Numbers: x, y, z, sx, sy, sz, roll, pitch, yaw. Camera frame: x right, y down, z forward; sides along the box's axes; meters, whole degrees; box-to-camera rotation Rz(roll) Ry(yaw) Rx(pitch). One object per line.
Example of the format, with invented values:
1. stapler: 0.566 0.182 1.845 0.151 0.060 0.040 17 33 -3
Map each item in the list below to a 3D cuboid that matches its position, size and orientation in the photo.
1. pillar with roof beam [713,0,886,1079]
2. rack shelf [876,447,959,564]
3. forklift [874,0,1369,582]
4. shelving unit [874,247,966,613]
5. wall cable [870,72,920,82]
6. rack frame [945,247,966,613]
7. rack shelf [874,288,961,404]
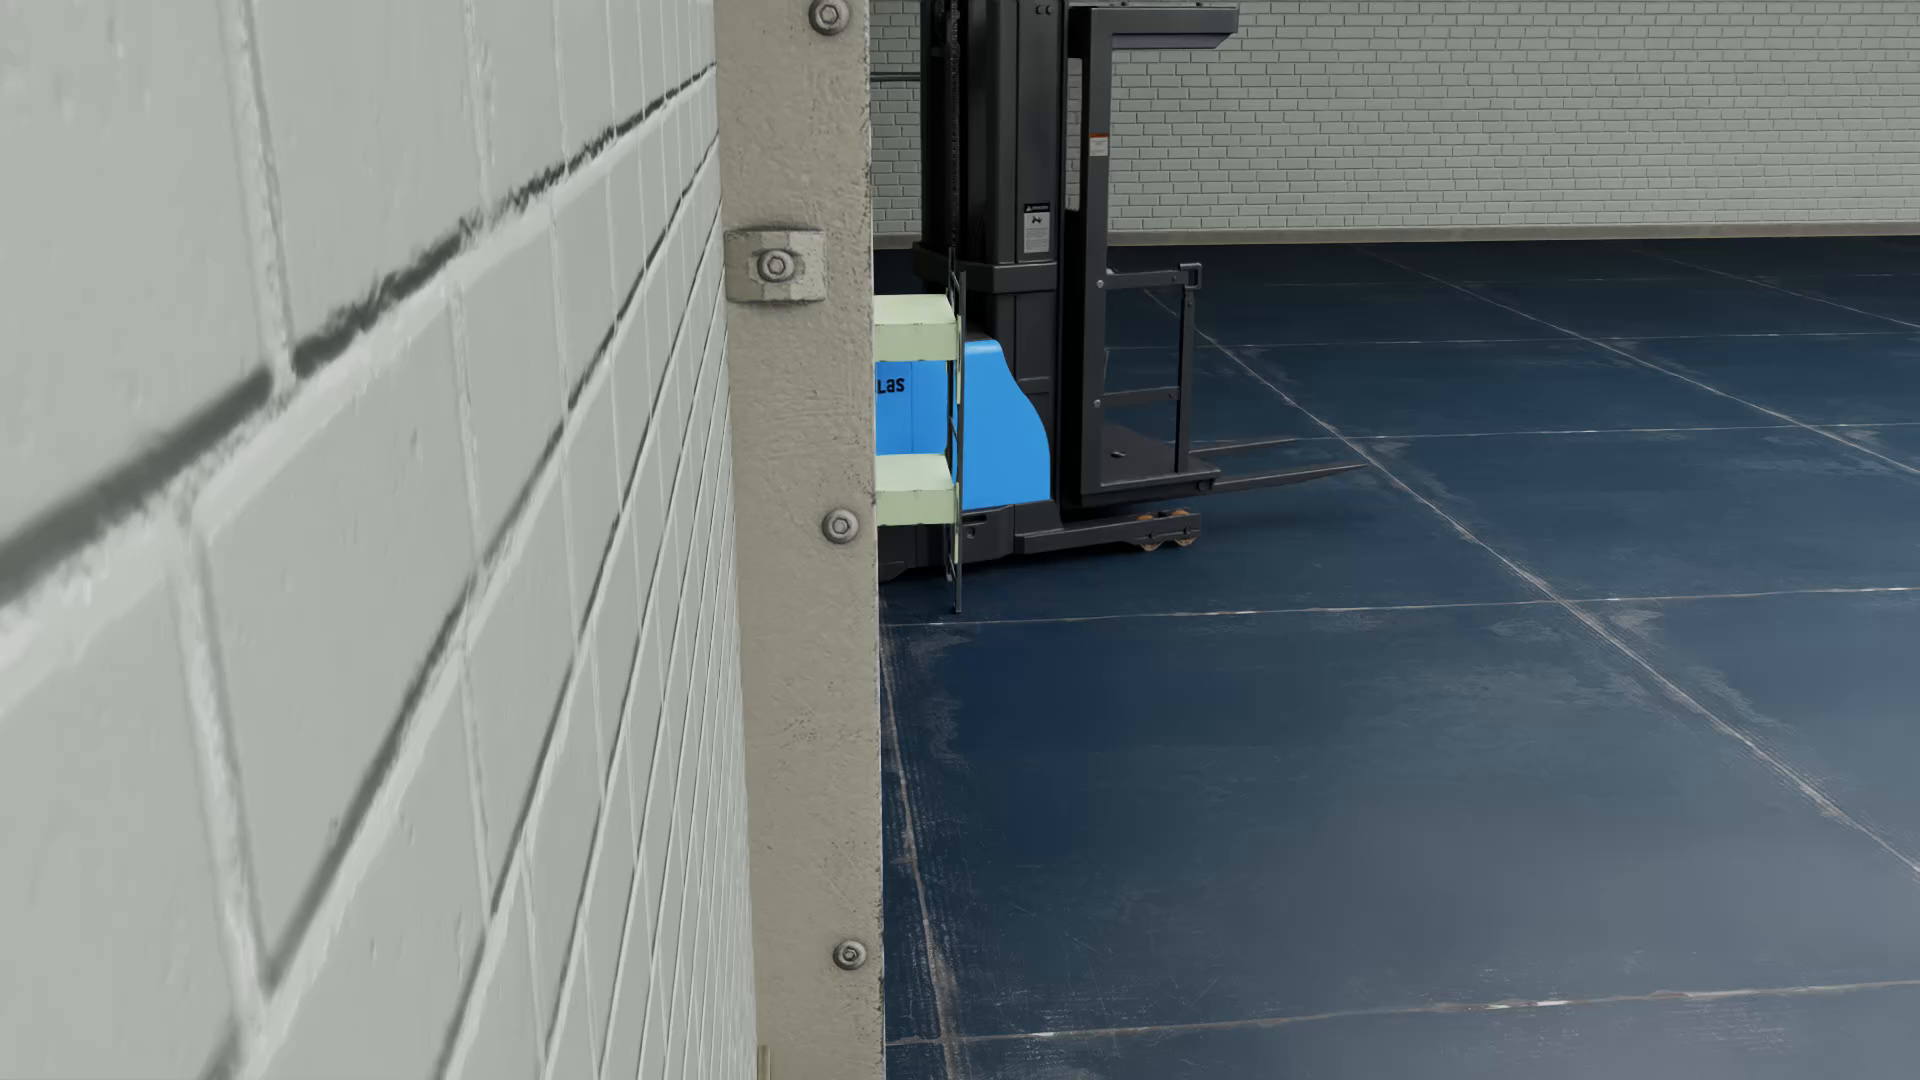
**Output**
1. pillar with roof beam: 3.931 -3.160 3.220 9.100 9.000 0.400 -2 18 -6
2. rack shelf: -0.388 -0.139 7.120 0.720 0.370 0.431 -2 25 -7
3. forklift: 0.622 -1.486 8.018 3.031 2.935 1.130 -8 19 -23
4. shelving unit: -0.384 -0.436 6.985 0.755 1.500 0.431 -2 25 -7
5. wall cable: -0.577 -6.040 17.575 3.097 2.526 0.112 -2 18 -6
6. rack frame: -0.021 -0.450 7.027 0.023 1.500 0.400 -2 25 -7
7. rack shelf: -0.379 -0.792 6.824 0.720 0.370 0.431 -2 25 -7
